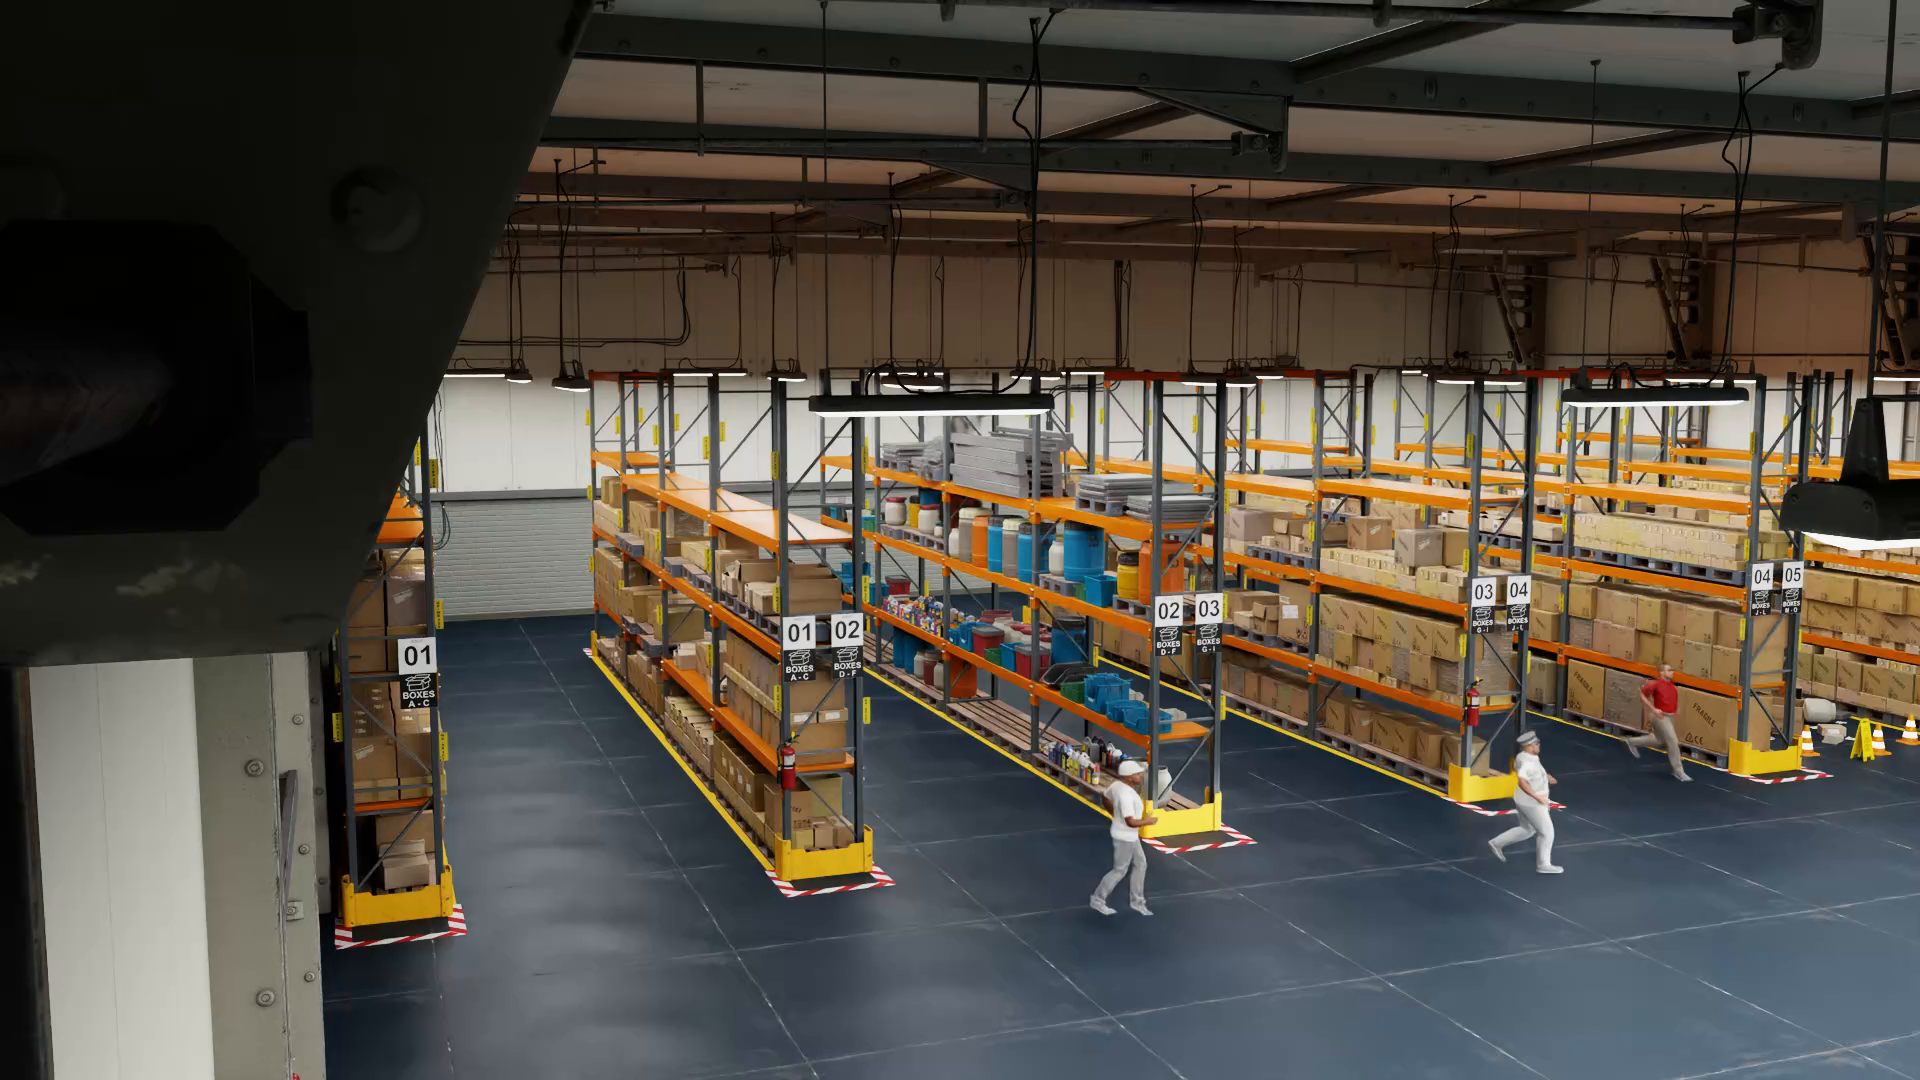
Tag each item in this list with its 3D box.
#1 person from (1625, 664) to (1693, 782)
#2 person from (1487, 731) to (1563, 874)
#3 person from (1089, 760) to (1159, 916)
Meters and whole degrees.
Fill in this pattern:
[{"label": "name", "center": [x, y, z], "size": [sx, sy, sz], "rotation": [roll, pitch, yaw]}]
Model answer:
[{"label": "person", "center": [10.589, 2.714, 25.075], "size": [1.068, 1.732, 0.634], "rotation": [6, 9, 44]}, {"label": "person", "center": [6.955, 3.192, 20.316], "size": [0.865, 1.751, 0.676], "rotation": [0, 6, 4]}, {"label": "person", "center": [1.843, 3.382, 18.710], "size": [0.771, 1.839, 0.719], "rotation": [0, 6, 2]}]
